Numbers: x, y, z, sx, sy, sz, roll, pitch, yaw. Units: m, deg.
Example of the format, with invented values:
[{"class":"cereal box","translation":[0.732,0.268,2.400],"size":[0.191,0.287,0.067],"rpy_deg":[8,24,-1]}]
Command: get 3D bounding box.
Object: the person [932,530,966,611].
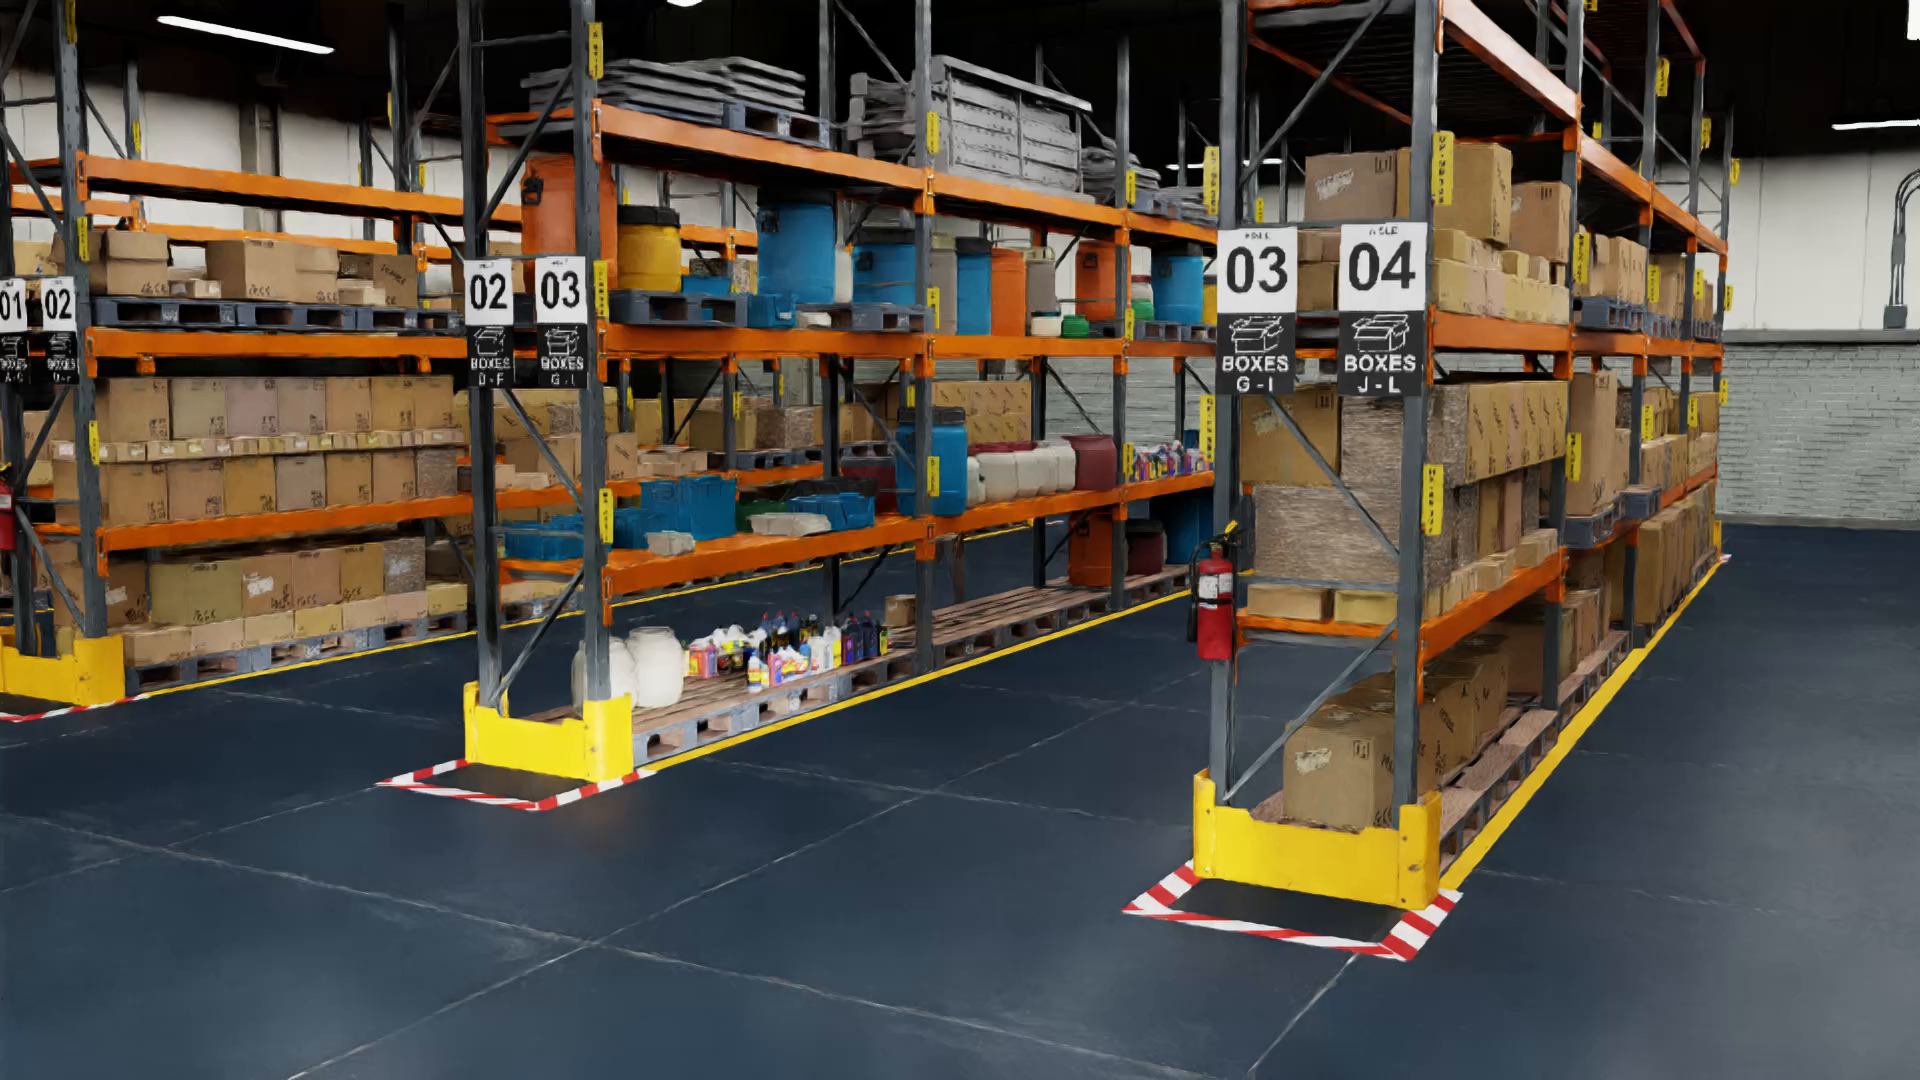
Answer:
[{"class":"person","translation":[-0.157,-0.019,16.510],"size":[0.465,1.625,0.941],"rpy_deg":[2,6,21]}]
